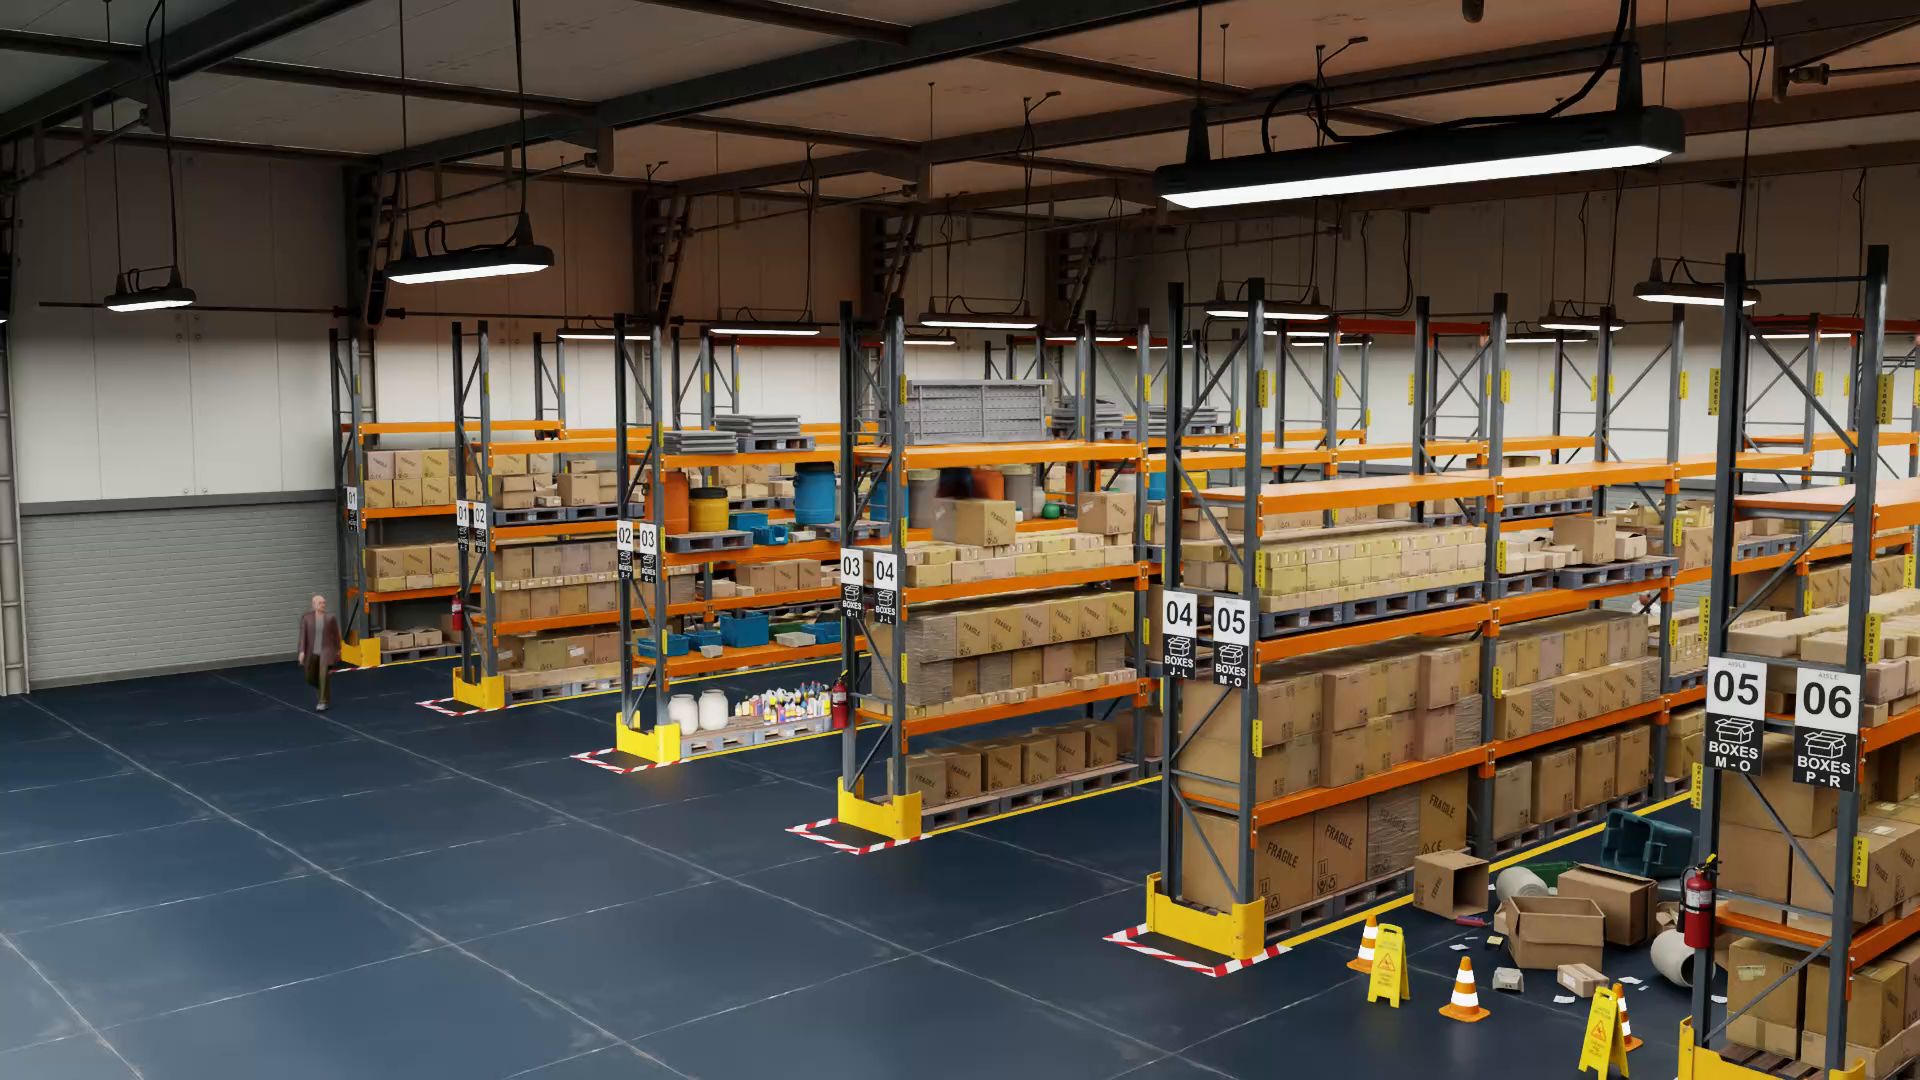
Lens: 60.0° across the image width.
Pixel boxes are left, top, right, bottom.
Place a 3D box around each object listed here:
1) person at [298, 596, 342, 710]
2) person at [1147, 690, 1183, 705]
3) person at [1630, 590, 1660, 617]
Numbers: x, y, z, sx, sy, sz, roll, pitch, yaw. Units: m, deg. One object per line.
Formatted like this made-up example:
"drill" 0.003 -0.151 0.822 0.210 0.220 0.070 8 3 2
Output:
"person" -9.936 1.727 25.848 0.593 1.750 0.801 0 6 -2
"person" 3.070 1.821 25.060 0.845 1.860 0.732 -5 7 -39
"person" 11.416 1.591 27.819 0.581 1.594 0.647 4 7 36
